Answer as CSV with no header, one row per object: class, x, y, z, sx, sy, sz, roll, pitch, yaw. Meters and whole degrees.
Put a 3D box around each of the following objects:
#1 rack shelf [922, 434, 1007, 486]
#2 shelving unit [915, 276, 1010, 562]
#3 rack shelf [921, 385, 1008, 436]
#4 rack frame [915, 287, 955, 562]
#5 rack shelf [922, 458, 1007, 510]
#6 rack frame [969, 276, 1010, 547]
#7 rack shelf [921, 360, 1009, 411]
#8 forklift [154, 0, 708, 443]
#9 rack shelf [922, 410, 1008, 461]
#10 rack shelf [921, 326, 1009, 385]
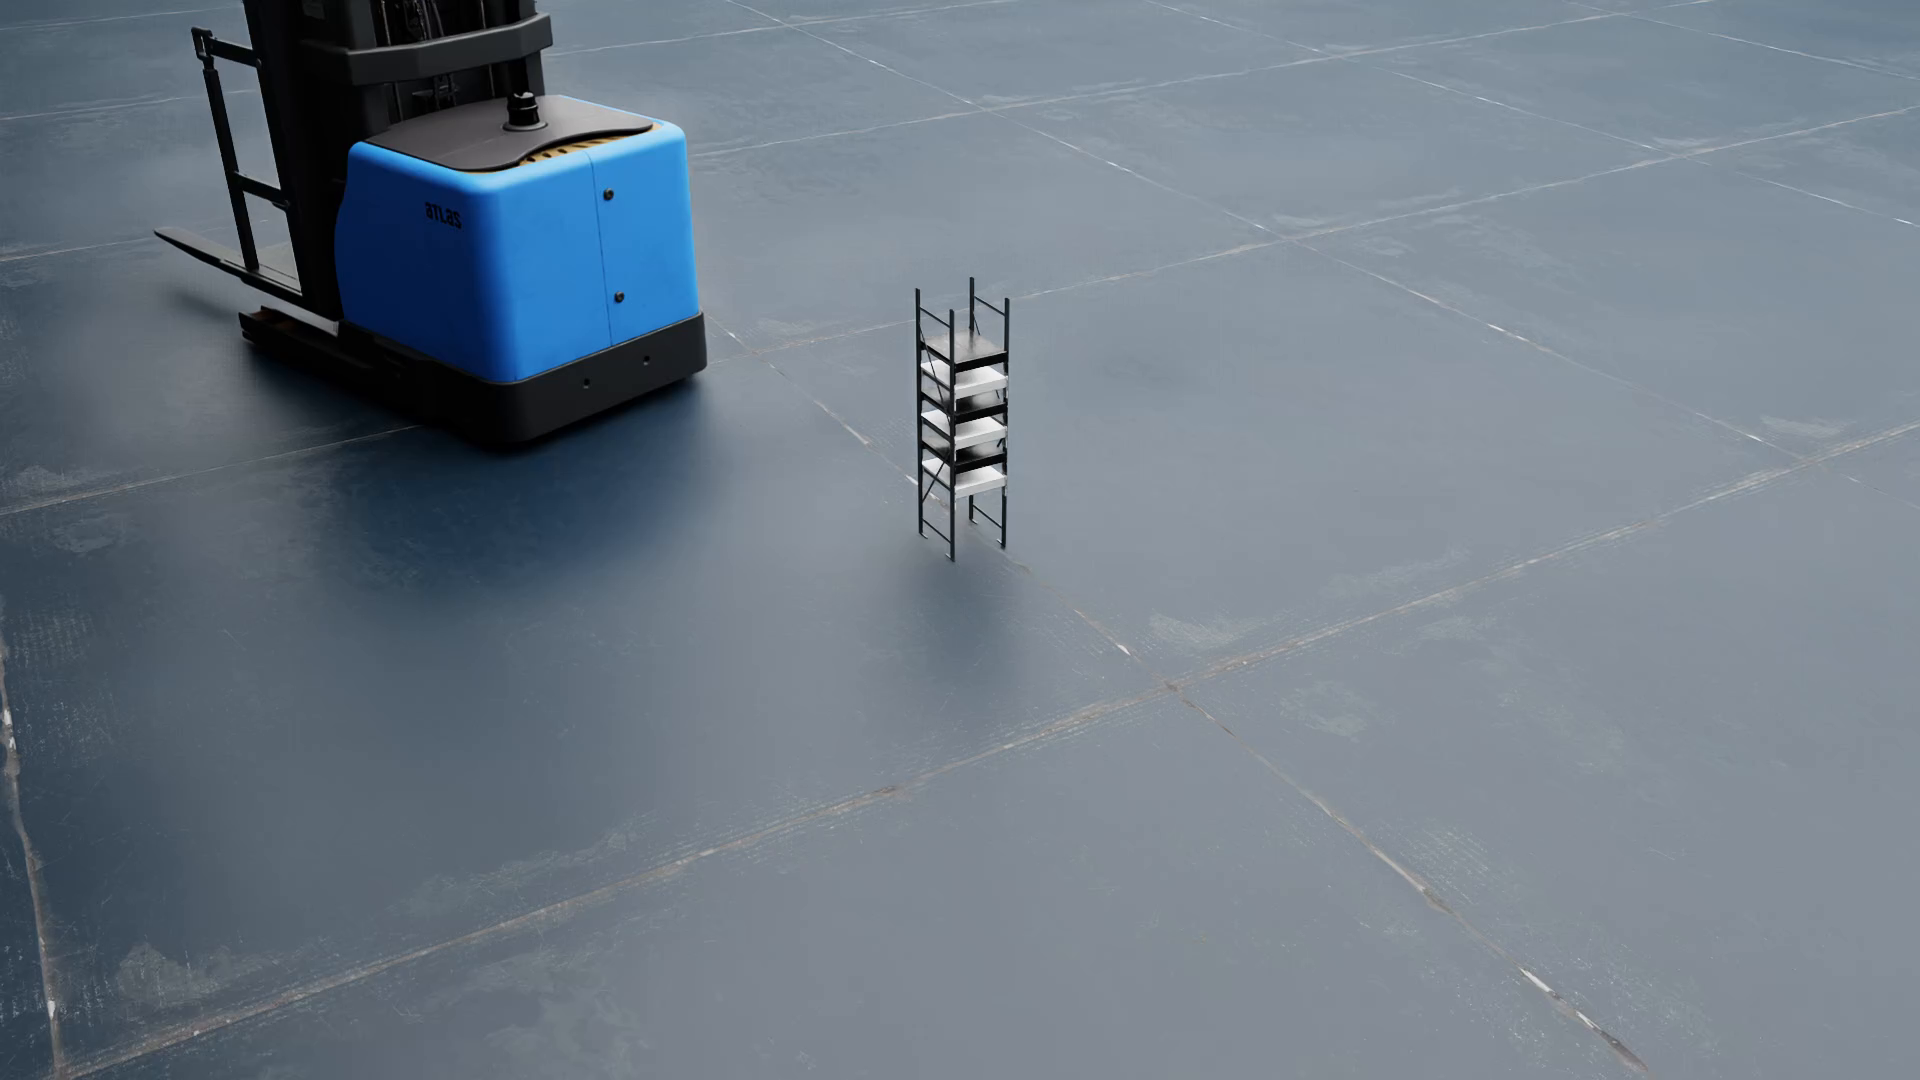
rack shelf,0.007,-0.288,5.596,0.200,0.077,0.258,-16,33,-26
shelving unit,0.007,-0.396,5.536,0.210,0.900,0.258,-16,33,-26
rack shelf,0.007,-0.446,5.509,0.200,0.077,0.258,-16,33,-26
rack frame,-0.081,-0.371,5.491,0.006,0.900,0.240,-16,33,-26
rack shelf,0.007,-0.209,5.639,0.200,0.077,0.258,-16,33,-26
rack frame,0.095,-0.421,5.581,0.006,0.900,0.240,-16,33,-26
rack shelf,0.007,-0.524,5.465,0.200,0.077,0.258,-16,33,-26
forklift,-2.504,-2.231,6.759,3.031,2.935,1.130,22,36,34
rack shelf,0.007,-0.367,5.552,0.200,0.077,0.258,-16,33,-26
rack shelf,0.007,-0.603,5.422,0.200,0.077,0.258,-16,33,-26
